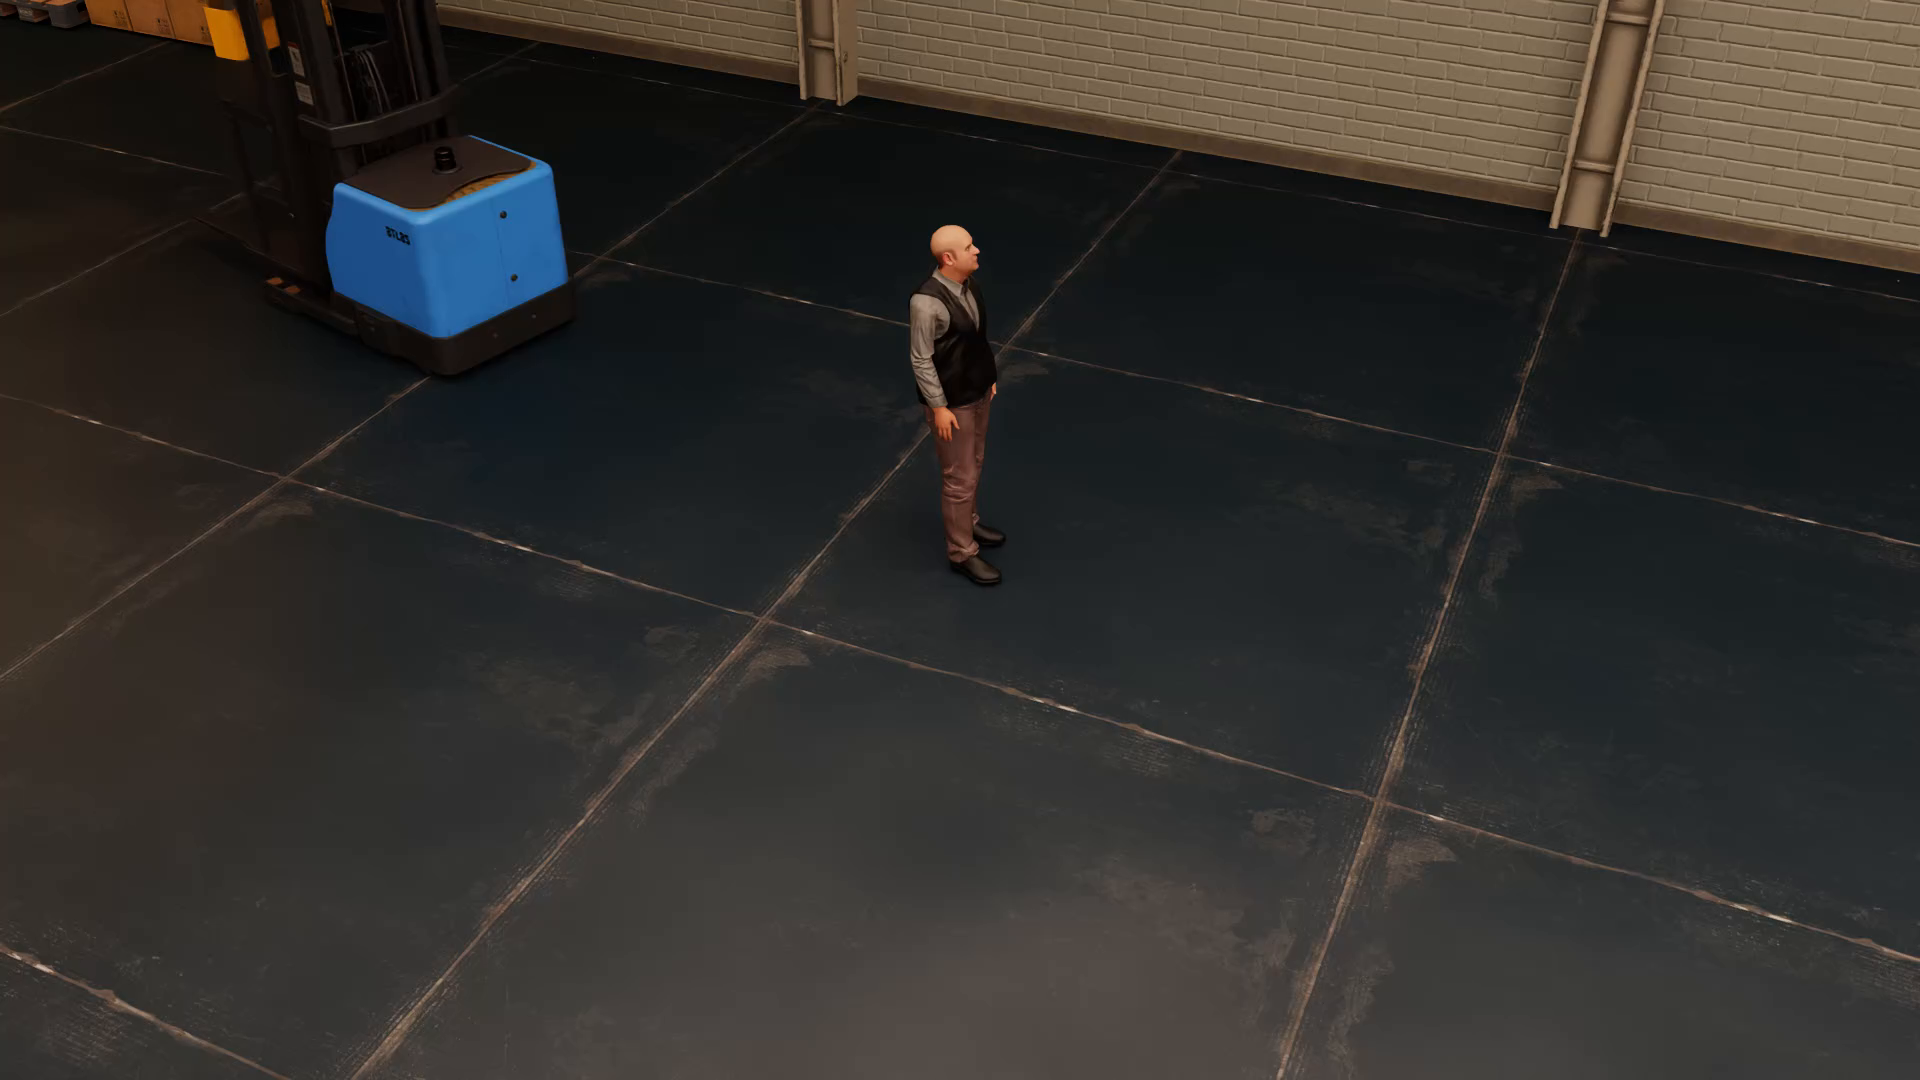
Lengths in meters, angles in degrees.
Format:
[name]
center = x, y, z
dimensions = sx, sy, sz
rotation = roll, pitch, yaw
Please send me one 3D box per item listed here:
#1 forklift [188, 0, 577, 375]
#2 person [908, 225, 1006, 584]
[forklift]
center = -3.890, -2.869, 10.109
dimensions = 3.031, 2.935, 1.130
rotation = 24, 42, 30
[person]
center = 0.053, -0.688, 8.080
dimensions = 0.568, 1.720, 0.632
rotation = 15, 38, 20
